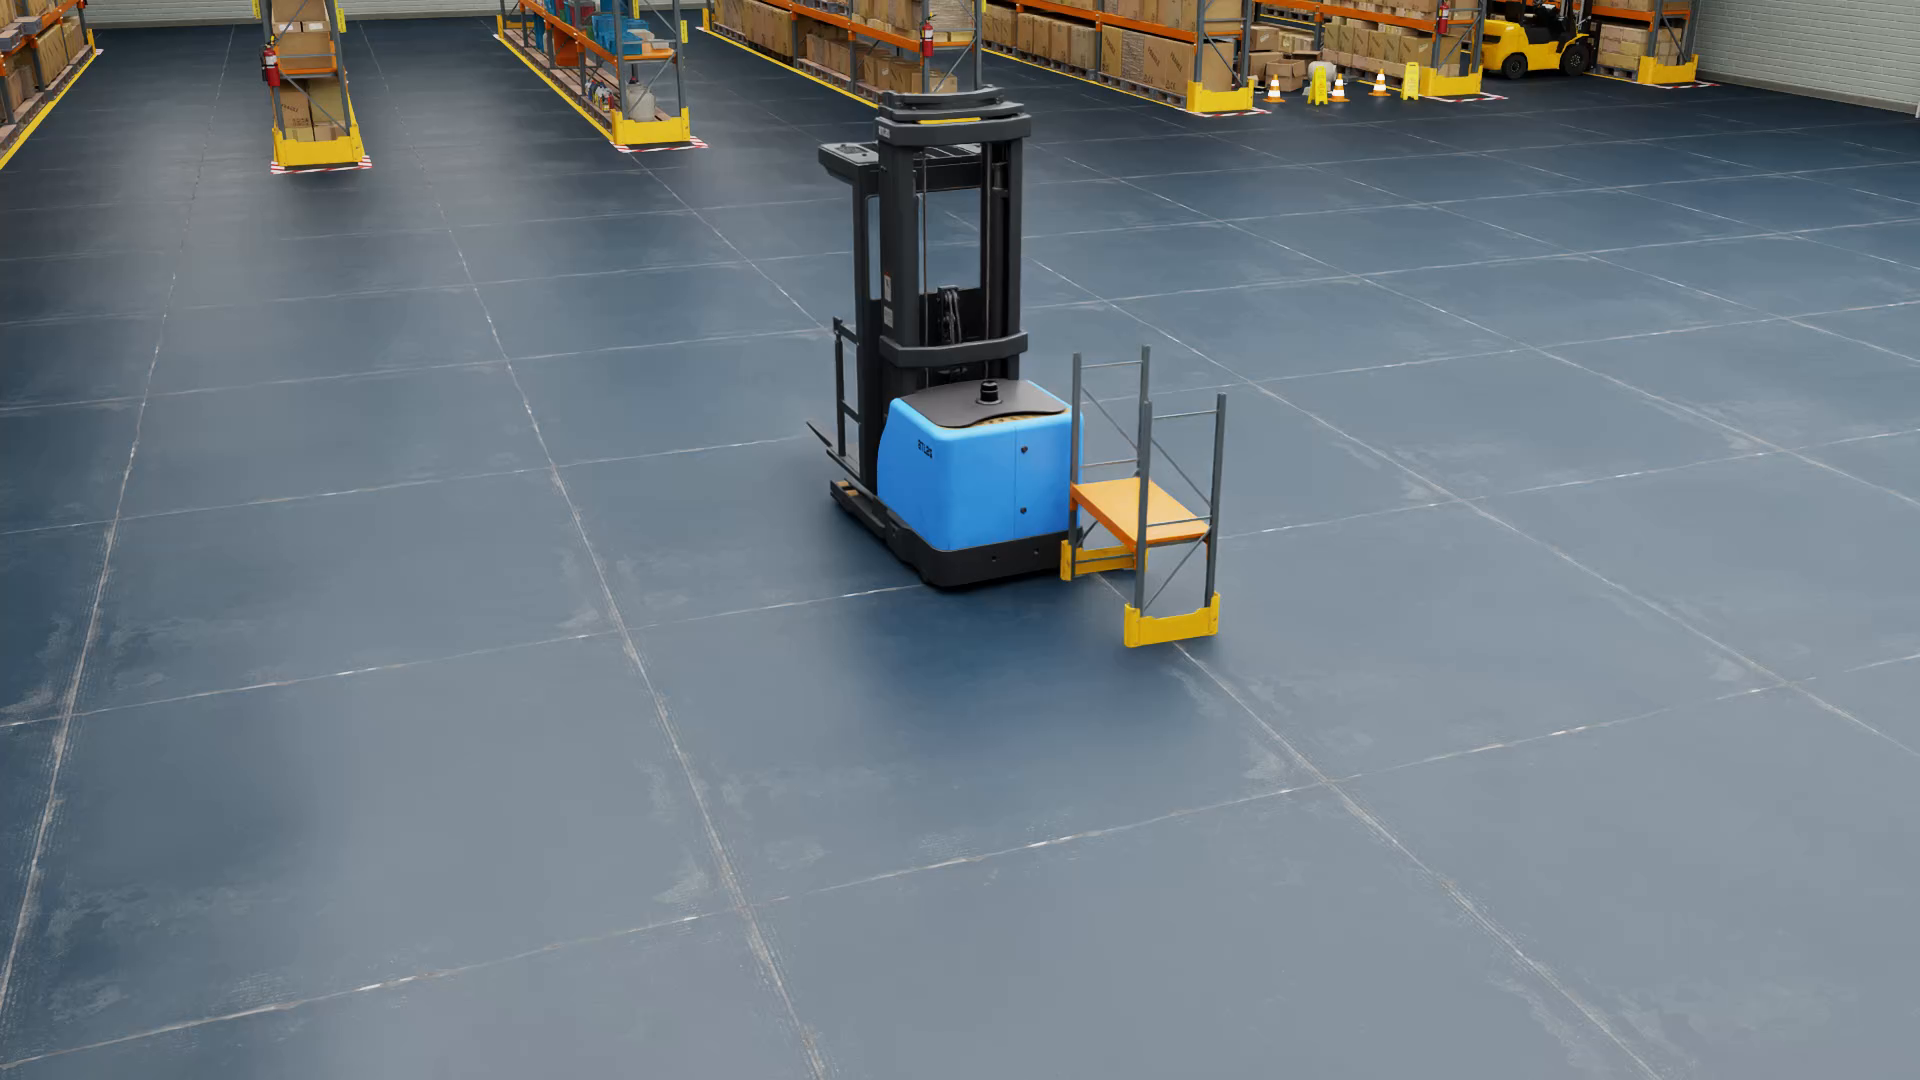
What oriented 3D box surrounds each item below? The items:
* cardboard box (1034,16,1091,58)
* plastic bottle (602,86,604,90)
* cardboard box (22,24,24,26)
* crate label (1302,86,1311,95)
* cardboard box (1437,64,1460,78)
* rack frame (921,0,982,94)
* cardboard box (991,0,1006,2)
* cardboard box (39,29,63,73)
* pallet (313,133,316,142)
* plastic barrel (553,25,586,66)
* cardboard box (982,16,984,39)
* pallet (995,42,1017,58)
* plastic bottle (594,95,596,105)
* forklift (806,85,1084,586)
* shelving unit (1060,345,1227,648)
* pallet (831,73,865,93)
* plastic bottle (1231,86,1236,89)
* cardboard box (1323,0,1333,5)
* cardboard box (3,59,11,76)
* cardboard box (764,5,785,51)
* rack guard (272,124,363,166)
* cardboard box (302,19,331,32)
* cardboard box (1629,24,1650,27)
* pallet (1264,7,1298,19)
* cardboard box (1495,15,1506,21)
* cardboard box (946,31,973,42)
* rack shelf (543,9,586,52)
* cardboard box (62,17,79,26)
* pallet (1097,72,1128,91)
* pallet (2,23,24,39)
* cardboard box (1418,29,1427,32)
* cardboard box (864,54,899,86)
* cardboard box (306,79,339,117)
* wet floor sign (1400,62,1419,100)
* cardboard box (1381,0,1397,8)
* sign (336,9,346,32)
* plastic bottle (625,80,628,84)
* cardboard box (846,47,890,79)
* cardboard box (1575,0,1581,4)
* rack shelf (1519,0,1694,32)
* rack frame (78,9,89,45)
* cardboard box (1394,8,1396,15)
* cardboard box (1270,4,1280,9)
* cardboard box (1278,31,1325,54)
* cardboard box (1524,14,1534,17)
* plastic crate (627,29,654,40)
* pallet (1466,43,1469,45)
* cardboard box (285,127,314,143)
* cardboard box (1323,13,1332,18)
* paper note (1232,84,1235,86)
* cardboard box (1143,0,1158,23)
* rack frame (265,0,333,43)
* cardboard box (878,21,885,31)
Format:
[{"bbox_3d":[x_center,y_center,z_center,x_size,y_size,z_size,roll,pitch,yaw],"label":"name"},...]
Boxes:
[{"bbox_3d":[2.160,-10.458,34.557,1.050,0.750,0.750,-8,24,-18],"label":"cardboard box"},{"bbox_3d":[-6.118,-7.635,28.448,0.097,0.271,0.097,0,23,0],"label":"plastic bottle"},{"bbox_3d":[-16.760,-9.215,29.548,0.380,0.149,0.250,-9,24,-20],"label":"cardboard box"},{"bbox_3d":[6.526,-8.323,30.821,0.298,0.136,0.250,18,29,36],"label":"crate label"},{"bbox_3d":[9.112,-8.919,31.549,0.500,0.250,0.500,-9,24,-19],"label":"cardboard box"},{"bbox_3d":[-0.133,-8.302,27.085,1.000,3.000,0.127,-8,24,-19],"label":"rack frame"},{"bbox_3d":[0.973,-12.268,38.208,0.500,0.250,0.500,-7,24,-16],"label":"cardboard box"},{"bbox_3d":[-17.606,-9.285,31.645,0.750,0.750,0.750,-8,24,-17],"label":"cardboard box"},{"bbox_3d":[-9.711,-5.931,25.050,1.003,0.211,1.213,-8,24,-19],"label":"pallet"},{"bbox_3d":[-7.781,-9.898,33.125,0.600,0.830,0.708,-8,24,-19],"label":"plastic barrel"},{"bbox_3d":[0.703,-11.662,37.735,0.500,0.500,0.500,-8,24,-18],"label":"cardboard box"},{"bbox_3d":[1.442,-10.852,36.725,1.003,0.211,1.213,-8,24,-19],"label":"pallet"},{"bbox_3d":[-6.138,-7.464,28.133,0.097,0.201,0.097,0,23,0],"label":"plastic bottle"},{"bbox_3d":[-0.273,-1.600,11.272,1.130,2.935,3.031,-10,25,-22],"label":"forklift"},{"bbox_3d":[1.090,-0.292,10.012,0.587,1.500,1.083,-8,24,-17],"label":"shelving unit"},{"bbox_3d":[-1.822,-8.753,31.745,1.003,0.211,1.213,-8,24,-19],"label":"pallet"},{"bbox_3d":[5.098,-8.586,31.542,0.283,0.061,0.133,-18,29,-37],"label":"plastic bottle"},{"bbox_3d":[7.537,-10.841,33.432,0.380,0.149,0.250,-8,24,-19],"label":"cardboard box"},{"bbox_3d":[-16.228,-7.910,27.841,0.500,0.250,0.500,-8,24,-19],"label":"cardboard box"},{"bbox_3d":[-3.491,-11.002,35.685,1.225,0.875,0.875,-8,24,-19],"label":"cardboard box"},{"bbox_3d":[-9.393,-5.783,24.328,1.175,0.500,0.348,-8,24,-19],"label":"rack guard"},{"bbox_3d":[-9.339,-7.461,24.126,0.380,0.149,0.250,-9,24,-19],"label":"cardboard box"},{"bbox_3d":[13.608,-10.113,33.094,0.500,0.250,0.500,-8,24,-19],"label":"cardboard box"},{"bbox_3d":[8.865,-14.113,44.462,1.003,0.211,1.213,-8,24,-19],"label":"pallet"},{"bbox_3d":[12.173,-11.085,36.204,0.875,0.625,0.625,-7,24,-17],"label":"cardboard box"},{"bbox_3d":[-0.010,-8.322,27.457,0.380,0.149,0.250,-8,24,-19],"label":"cardboard box"},{"bbox_3d":[-6.886,-9.471,30.785,1.077,0.370,4.000,-8,24,-19],"label":"rack shelf"},{"bbox_3d":[-19.039,-11.062,35.476,0.380,0.149,0.250,-8,24,-18],"label":"cardboard box"},{"bbox_3d":[3.326,-8.827,31.921,1.003,0.211,1.213,-8,24,-19],"label":"pallet"},{"bbox_3d":[-16.123,-8.368,27.488,1.003,0.211,1.213,-8,24,-19],"label":"pallet"},{"bbox_3d":[8.745,-9.646,32.308,0.500,0.500,0.500,-8,24,-18],"label":"cardboard box"},{"bbox_3d":[-1.442,-8.646,30.579,0.500,0.500,0.500,-9,25,-21],"label":"cardboard box"},{"bbox_3d":[-9.750,-6.803,25.562,0.500,0.500,0.500,-8,24,-19],"label":"cardboard box"},{"bbox_3d":[8.205,-8.361,30.256,0.267,0.644,0.232,0,23,-1],"label":"wet floor sign"},{"bbox_3d":[8.343,-10.369,31.477,0.500,0.500,0.500,-8,24,-19],"label":"cardboard box"},{"bbox_3d":[-8.880,-7.453,23.855,0.100,0.325,0.005,-8,24,-19],"label":"sign"},{"bbox_3d":[-5.817,-7.843,28.841,0.144,0.351,0.185,-8,24,-19],"label":"plastic bottle"},{"bbox_3d":[-1.742,-9.032,31.469,0.700,0.500,0.500,-10,25,-23],"label":"cardboard box"},{"bbox_3d":[12.817,-11.090,33.571,0.500,0.500,0.500,-8,24,-19],"label":"cardboard box"},{"bbox_3d":[13.074,-10.739,33.794,1.077,0.370,4.000,-8,24,-19],"label":"rack shelf"},{"bbox_3d":[-19.687,-12.077,36.041,1.000,3.000,0.127,-8,24,-19],"label":"rack frame"},{"bbox_3d":[8.464,-10.027,31.501,0.380,0.149,0.250,-8,24,-18],"label":"cardboard box"},{"bbox_3d":[8.615,-14.442,44.331,0.500,0.500,0.500,-8,24,-18],"label":"cardboard box"},{"bbox_3d":[7.281,-10.548,35.258,0.950,0.372,0.625,-7,24,-16],"label":"cardboard box"},{"bbox_3d":[12.245,-10.966,35.117,0.500,0.250,0.500,-9,24,-20],"label":"cardboard box"},{"bbox_3d":[-5.369,-8.399,27.654,0.530,0.136,0.437,-8,24,-19],"label":"plastic crate"},{"bbox_3d":[11.209,-11.661,38.646,1.003,0.211,1.213,-8,24,-19],"label":"pallet"},{"bbox_3d":[-9.867,-6.025,24.682,0.500,0.250,0.500,-8,24,-19],"label":"cardboard box"},{"bbox_3d":[9.502,-13.539,42.188,0.500,0.500,0.500,-7,24,-17],"label":"cardboard box"},{"bbox_3d":[5.322,-8.785,32.064,0.172,0.023,0.155,0,23,-1],"label":"paper note"},{"bbox_3d":[3.849,-9.748,30.322,0.875,0.550,0.500,-8,24,-19],"label":"cardboard box"},{"bbox_3d":[-10.815,-8.397,27.311,1.000,3.000,0.127,-8,24,-19],"label":"rack frame"},{"bbox_3d":[-1.209,-8.977,29.010,0.380,0.149,0.250,-8,24,-19],"label":"cardboard box"}]
